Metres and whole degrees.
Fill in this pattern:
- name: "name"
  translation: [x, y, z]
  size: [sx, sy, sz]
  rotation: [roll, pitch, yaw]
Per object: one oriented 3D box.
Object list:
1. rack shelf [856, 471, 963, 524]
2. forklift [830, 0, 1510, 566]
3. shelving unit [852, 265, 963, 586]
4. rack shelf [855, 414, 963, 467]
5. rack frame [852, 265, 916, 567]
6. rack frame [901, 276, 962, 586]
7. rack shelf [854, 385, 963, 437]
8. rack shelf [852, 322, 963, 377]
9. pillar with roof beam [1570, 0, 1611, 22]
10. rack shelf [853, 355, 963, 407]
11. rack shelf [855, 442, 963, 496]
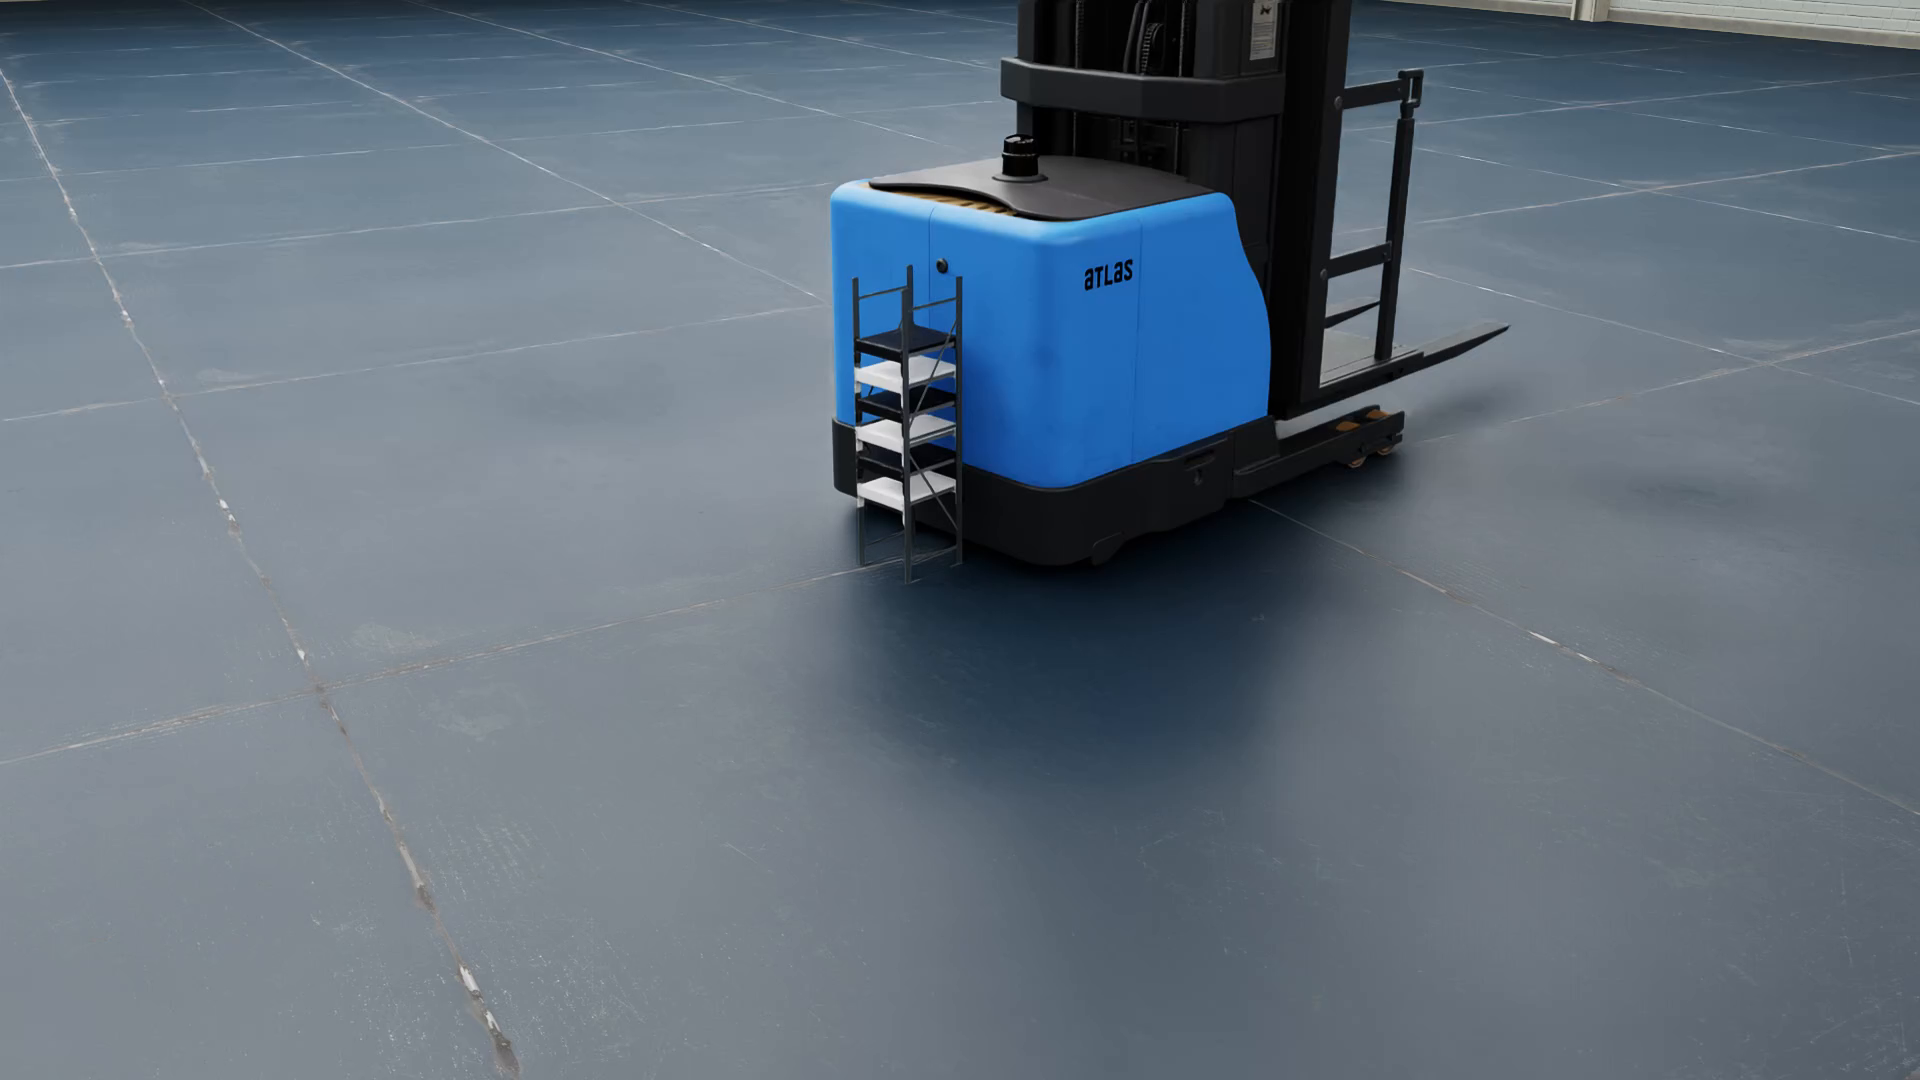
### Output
- name: "rack shelf"
  translation: [-0.152, -0.141, 5.031]
  size: [0.200, 0.077, 0.258]
  rotation: [20, 30, 40]
- name: "forklift"
  translation: [0.979, -1.738, 5.694]
  size: [3.031, 2.935, 1.130]
  rotation: [-20, 30, -41]
- name: "shelving unit"
  translation: [-0.152, -0.339, 4.950]
  size: [0.210, 0.900, 0.258]
  rotation: [20, 30, 40]
- name: "rack shelf"
  translation: [-0.152, -0.308, 4.963]
  size: [0.200, 0.077, 0.258]
  rotation: [20, 30, 40]
- name: "rack frame"
  translation: [-0.225, -0.366, 5.016]
  size: [0.006, 0.900, 0.240]
  rotation: [20, 30, 40]
- name: "rack frame"
  translation: [-0.079, -0.312, 4.885]
  size: [0.006, 0.900, 0.240]
  rotation: [20, 30, 40]
- name: "rack shelf"
  translation: [-0.152, -0.391, 4.929]
  size: [0.200, 0.077, 0.258]
  rotation: [20, 30, 40]
- name: "rack shelf"
  translation: [-0.152, -0.558, 4.861]
  size: [0.200, 0.077, 0.258]
  rotation: [20, 30, 40]
- name: "pillar with roof beam"
  translation: [4.992, -10.522, 19.248]
  size: [9.100, 9.000, 0.400]
  rotation: [-13, 25, -28]
- name: "rack shelf"
  translation: [-0.152, -0.475, 4.895]
  size: [0.200, 0.077, 0.258]
  rotation: [20, 30, 40]
- name: "rack shelf"
  translation: [-0.152, -0.225, 4.997]
  size: [0.200, 0.077, 0.258]
  rotation: [20, 30, 40]
